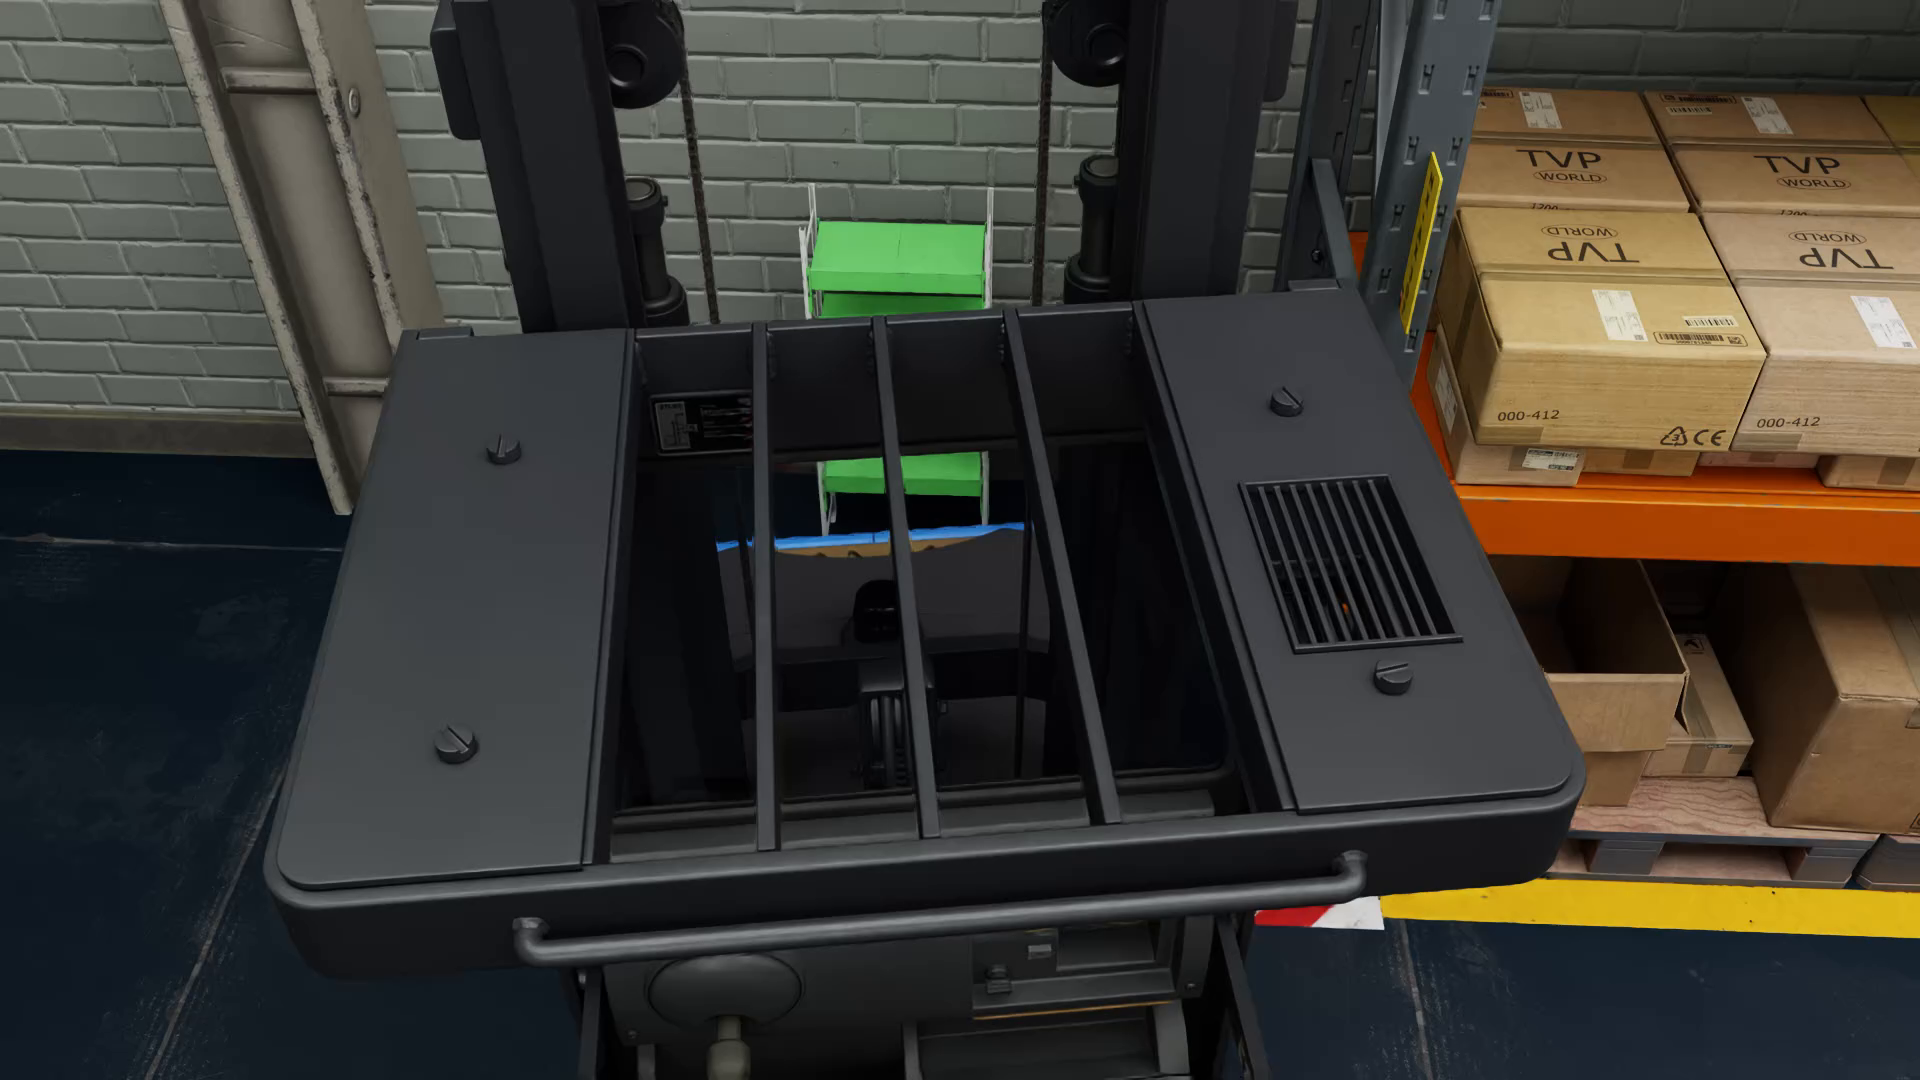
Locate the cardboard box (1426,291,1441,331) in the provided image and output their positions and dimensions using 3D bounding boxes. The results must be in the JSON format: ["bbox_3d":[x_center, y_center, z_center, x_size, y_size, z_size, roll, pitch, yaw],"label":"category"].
[{"bbox_3d":[1.191,-0.663,3.945,0.250,0.149,0.380,1,43,1],"label":"cardboard box"}]

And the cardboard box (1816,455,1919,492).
[{"bbox_3d":[1.934,-0.283,3.538,0.250,0.149,0.380,3,43,3],"label":"cardboard box"}]

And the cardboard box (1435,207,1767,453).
[{"bbox_3d":[1.289,-0.439,3.412,0.500,0.250,0.500,2,43,2],"label":"cardboard box"}]

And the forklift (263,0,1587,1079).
[{"bbox_3d":[-0.054,0.689,2.360,1.130,2.935,3.031,-4,43,-4],"label":"forklift"}]

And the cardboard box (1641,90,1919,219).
[{"bbox_3d":[1.834,-0.786,3.785,0.500,0.250,0.500,2,43,2],"label":"cardboard box"}]

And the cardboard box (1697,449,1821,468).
[{"bbox_3d":[1.684,-0.333,3.591,0.250,0.149,0.380,1,43,1],"label":"cardboard box"}]

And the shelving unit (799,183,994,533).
[{"bbox_3d":[-0.165,-0.444,4.846,0.503,1.200,0.258,2,43,2],"label":"shelving unit"}]

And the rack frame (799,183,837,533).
[{"bbox_3d":[-0.409,-0.452,4.855,0.015,1.200,0.240,2,43,2],"label":"rack frame"}]

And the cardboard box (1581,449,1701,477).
[{"bbox_3d":[1.420,-0.317,3.574,0.250,0.149,0.380,3,43,3],"label":"cardboard box"}]

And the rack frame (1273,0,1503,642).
[{"bbox_3d":[0.848,-0.582,3.674,0.127,3.000,1.000,2,43,2],"label":"rack frame"}]

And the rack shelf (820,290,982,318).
[{"bbox_3d":[-0.166,-0.573,4.726,0.480,0.148,0.258,2,43,2],"label":"rack shelf"}]

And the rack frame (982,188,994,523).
[{"bbox_3d":[0.078,-0.437,4.838,0.015,1.200,0.240,2,43,2],"label":"rack frame"}]

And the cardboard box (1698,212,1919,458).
[{"bbox_3d":[1.792,-0.423,3.396,0.500,0.250,0.500,2,43,2],"label":"cardboard box"}]

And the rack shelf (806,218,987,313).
[{"bbox_3d":[-0.166,-0.749,4.563,0.480,0.148,0.258,2,43,2],"label":"rack shelf"}]

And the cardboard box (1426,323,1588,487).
[{"bbox_3d":[1.164,-0.293,3.549,0.250,0.149,0.380,1,43,2],"label":"cardboard box"}]

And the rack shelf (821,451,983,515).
[{"bbox_3d":[-0.165,-0.222,5.054,0.480,0.148,0.258,2,43,2],"label":"rack shelf"}]

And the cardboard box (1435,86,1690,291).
[{"bbox_3d":[1.319,-0.803,3.803,0.500,0.250,0.500,3,43,3],"label":"cardboard box"}]

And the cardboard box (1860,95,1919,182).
[{"bbox_3d":[2.329,-0.768,3.765,0.500,0.250,0.500,3,43,3],"label":"cardboard box"}]

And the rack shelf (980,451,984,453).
[{"bbox_3d":[-0.165,-0.397,4.890,0.480,0.148,0.258,2,43,2],"label":"rack shelf"}]

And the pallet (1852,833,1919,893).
[{"bbox_3d":[2.936,0.504,4.555,1.213,0.211,1.003,2,43,2],"label":"pallet"}]

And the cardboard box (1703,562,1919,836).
[{"bbox_3d":[2.307,0.315,4.237,0.500,0.500,0.700,3,43,4],"label":"cardboard box"}]

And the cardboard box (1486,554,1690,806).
[{"bbox_3d":[1.454,0.261,4.293,0.637,0.503,0.797,0,43,0],"label":"cardboard box"}]

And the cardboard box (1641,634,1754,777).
[{"bbox_3d":[1.877,0.430,4.371,0.250,0.149,0.380,0,43,0],"label":"cardboard box"}]

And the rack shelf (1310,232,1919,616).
[{"bbox_3d":[2.846,-0.258,3.854,4.000,0.370,1.077,2,43,2],"label":"rack shelf"}]

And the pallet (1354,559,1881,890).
[{"bbox_3d":[1.720,0.464,4.597,1.213,0.211,1.003,2,43,2],"label":"pallet"}]

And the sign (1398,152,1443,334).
[{"bbox_3d":[0.823,-0.529,2.983,0.005,0.325,0.100,2,43,2],"label":"sign"}]
